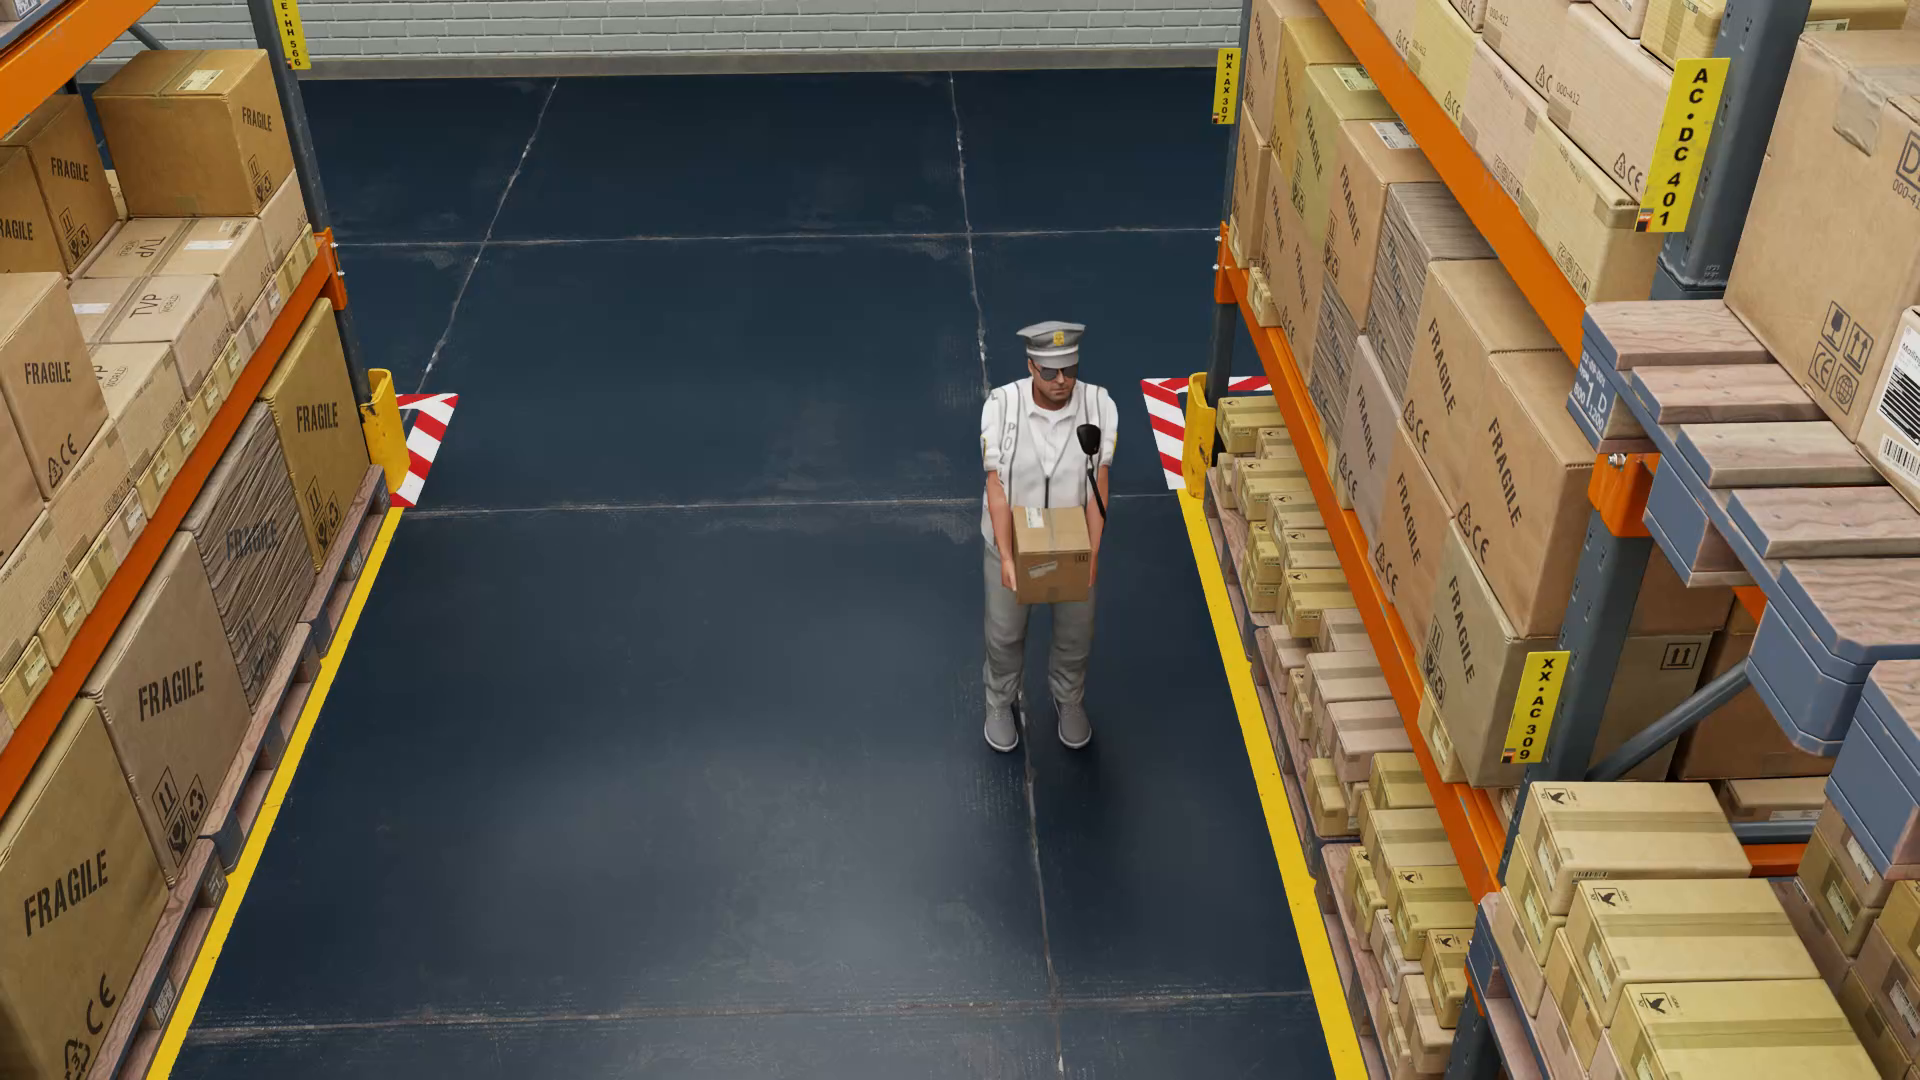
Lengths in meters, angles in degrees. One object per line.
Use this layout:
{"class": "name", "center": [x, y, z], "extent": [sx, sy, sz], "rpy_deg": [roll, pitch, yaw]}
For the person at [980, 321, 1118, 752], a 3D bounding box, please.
{"class": "person", "center": [0.322, 0.035, 6.078], "extent": [0.490, 1.772, 0.567], "rpy_deg": [-2, 35, -3]}
